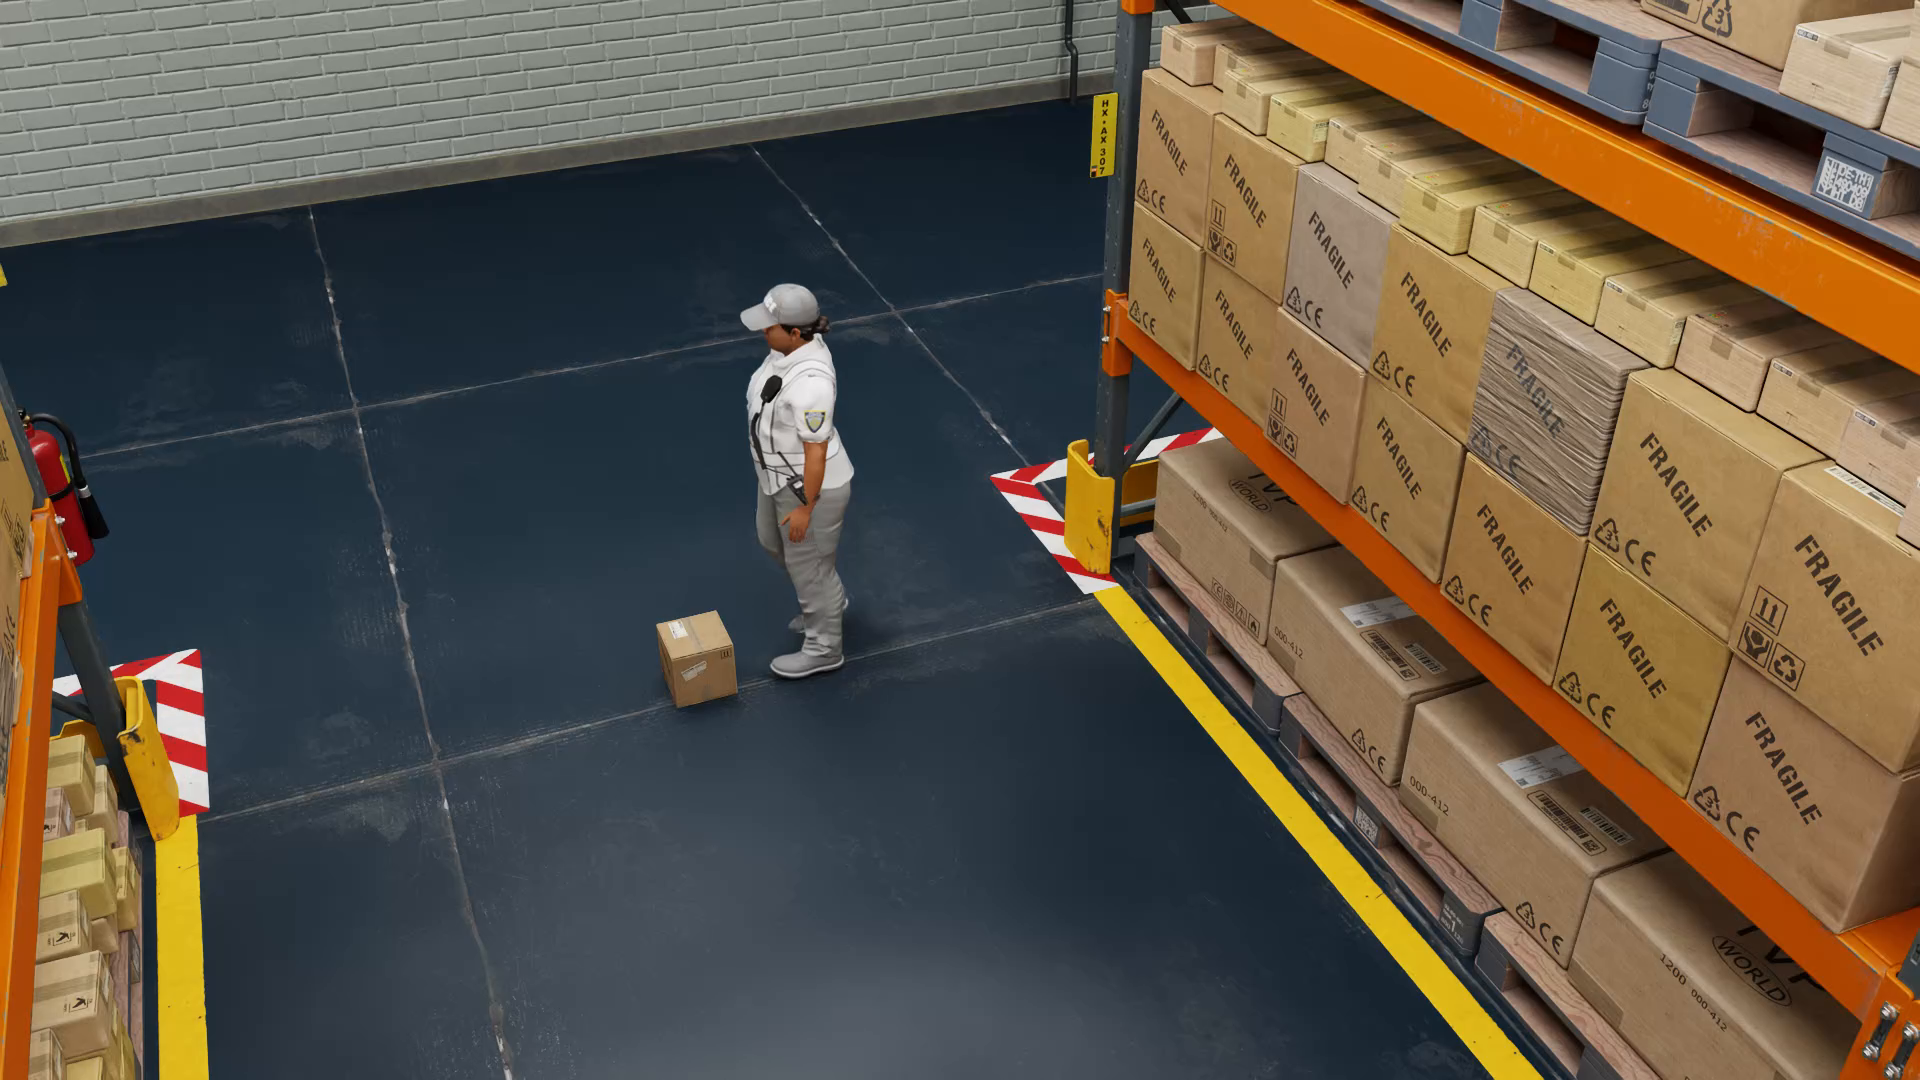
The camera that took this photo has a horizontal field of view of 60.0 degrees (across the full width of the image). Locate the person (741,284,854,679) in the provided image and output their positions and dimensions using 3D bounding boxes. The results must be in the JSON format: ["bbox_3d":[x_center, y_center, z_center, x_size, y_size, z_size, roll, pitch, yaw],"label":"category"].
[{"bbox_3d":[-0.620,-0.211,6.471,0.393,1.718,0.516,-9,35,-13],"label":"person"}]
